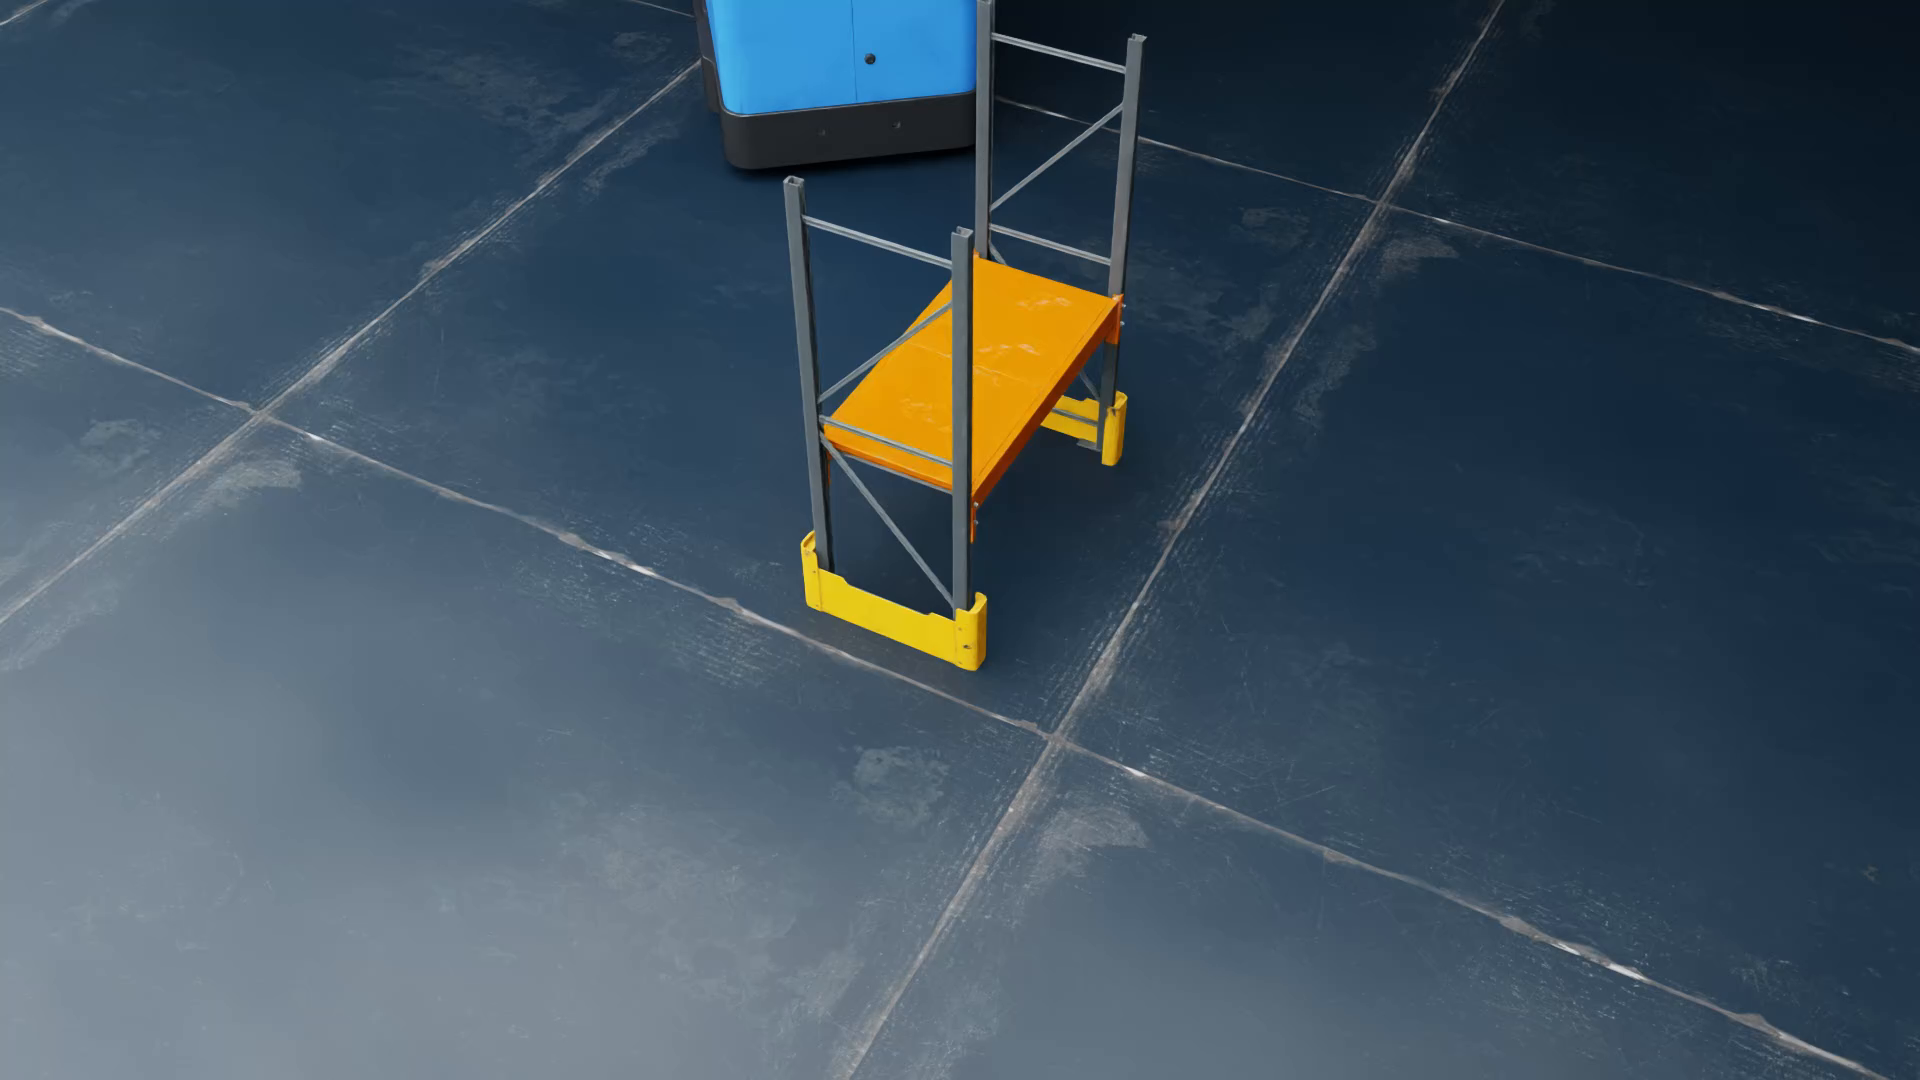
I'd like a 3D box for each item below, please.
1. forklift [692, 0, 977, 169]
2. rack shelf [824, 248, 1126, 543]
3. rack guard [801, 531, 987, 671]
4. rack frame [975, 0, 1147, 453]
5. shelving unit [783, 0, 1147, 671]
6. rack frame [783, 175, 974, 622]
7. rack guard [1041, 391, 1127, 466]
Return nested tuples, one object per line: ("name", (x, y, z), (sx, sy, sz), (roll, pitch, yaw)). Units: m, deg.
("forklift", (-0.687, -3.566, 6.714), (1.130, 2.935, 3.031), (-8, 46, -8))
("rack shelf", (0.040, -0.455, 4.898), (0.538, 0.185, 1.000), (20, 49, 19))
("rack guard", (-0.196, 0.178, 4.898), (0.587, 0.250, 0.087), (20, 49, 19))
("rack frame", (0.276, -0.901, 5.086), (0.500, 1.500, 0.032), (20, 49, 19))
("shelving unit", (0.035, -0.575, 4.764), (0.587, 1.500, 1.083), (20, 49, 19))
("rack frame", (-0.196, -0.261, 4.453), (0.500, 1.500, 0.032), (20, 49, 19))
("rack guard", (0.267, -0.450, 5.519), (0.587, 0.250, 0.087), (20, 49, 19))
